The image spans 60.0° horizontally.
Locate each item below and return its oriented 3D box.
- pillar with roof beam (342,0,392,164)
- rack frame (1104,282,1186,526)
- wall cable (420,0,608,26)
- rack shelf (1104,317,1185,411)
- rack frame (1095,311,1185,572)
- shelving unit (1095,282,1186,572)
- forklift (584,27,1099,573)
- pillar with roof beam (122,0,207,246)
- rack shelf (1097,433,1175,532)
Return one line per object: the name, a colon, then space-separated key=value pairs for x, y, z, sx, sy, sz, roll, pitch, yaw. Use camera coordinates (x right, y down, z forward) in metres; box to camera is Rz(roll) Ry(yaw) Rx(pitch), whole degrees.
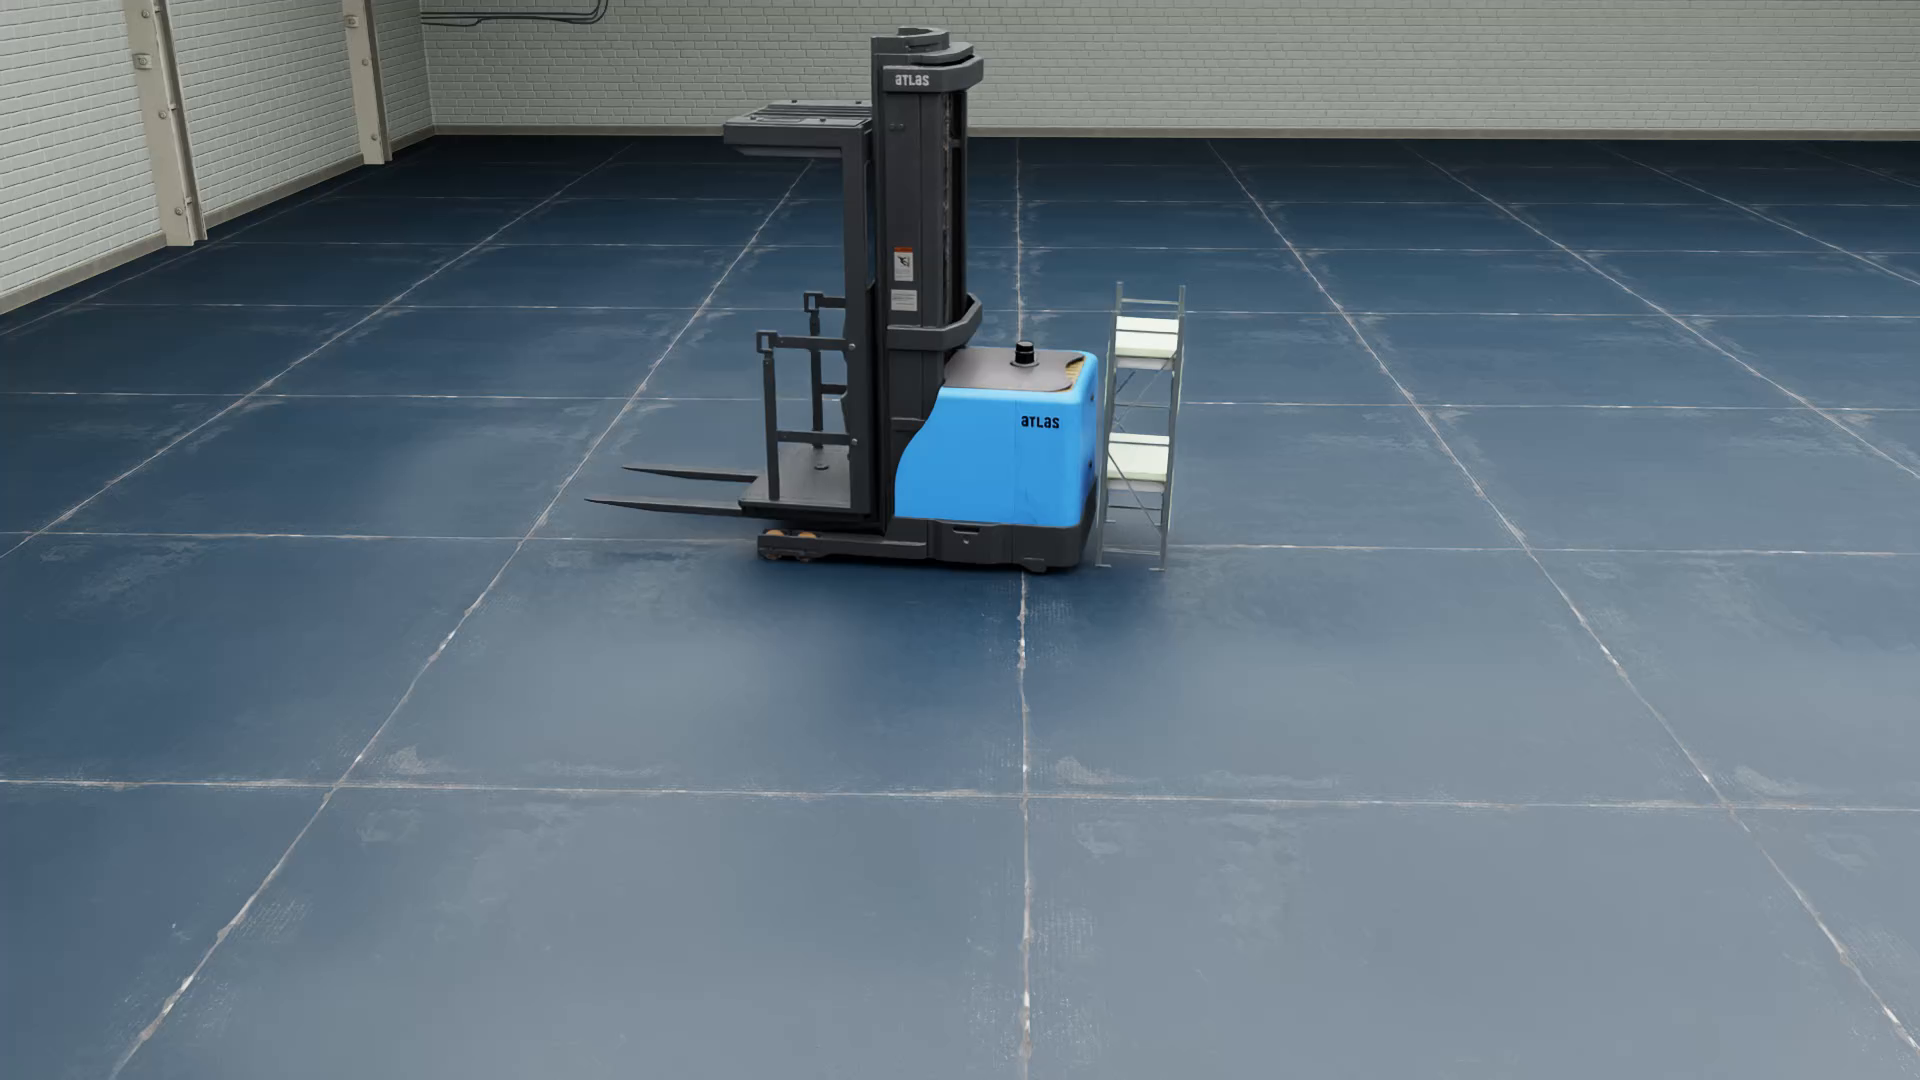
pillar with roof beam: x=-4.180 y=-9.651 z=22.462 sx=9.100 sy=9.000 sz=0.400 roll=1 pitch=21 yaw=2
rack frame: x=1.095 y=-0.798 z=9.993 sx=0.400 sy=1.500 sz=0.023 roll=4 pitch=22 yaw=6
wall cable: x=-7.071 y=-9.301 z=25.853 sx=3.097 sy=2.526 sz=0.112 roll=1 pitch=21 yaw=2
rack shelf: x=1.061 y=-1.030 z=9.512 sx=0.431 sy=0.370 sz=0.720 roll=4 pitch=22 yaw=6
rack frame: x=1.003 y=-0.535 z=9.317 sx=0.400 sy=1.500 sz=0.023 roll=4 pitch=22 yaw=6
shelving unit: x=1.049 y=-0.667 z=9.655 sx=0.431 sy=1.500 sz=0.755 roll=4 pitch=22 yaw=6
forklift: x=-0.725 y=-1.425 z=9.649 sx=3.031 sy=2.935 sz=1.130 roll=4 pitch=22 yaw=10
pillar with roof beam: x=-4.362 y=-7.482 z=16.871 sx=9.100 sy=9.000 sz=0.400 roll=1 pitch=21 yaw=2
rack shelf: x=1.039 y=-0.363 z=9.774 sx=0.431 sy=0.370 sz=0.720 roll=4 pitch=22 yaw=6
